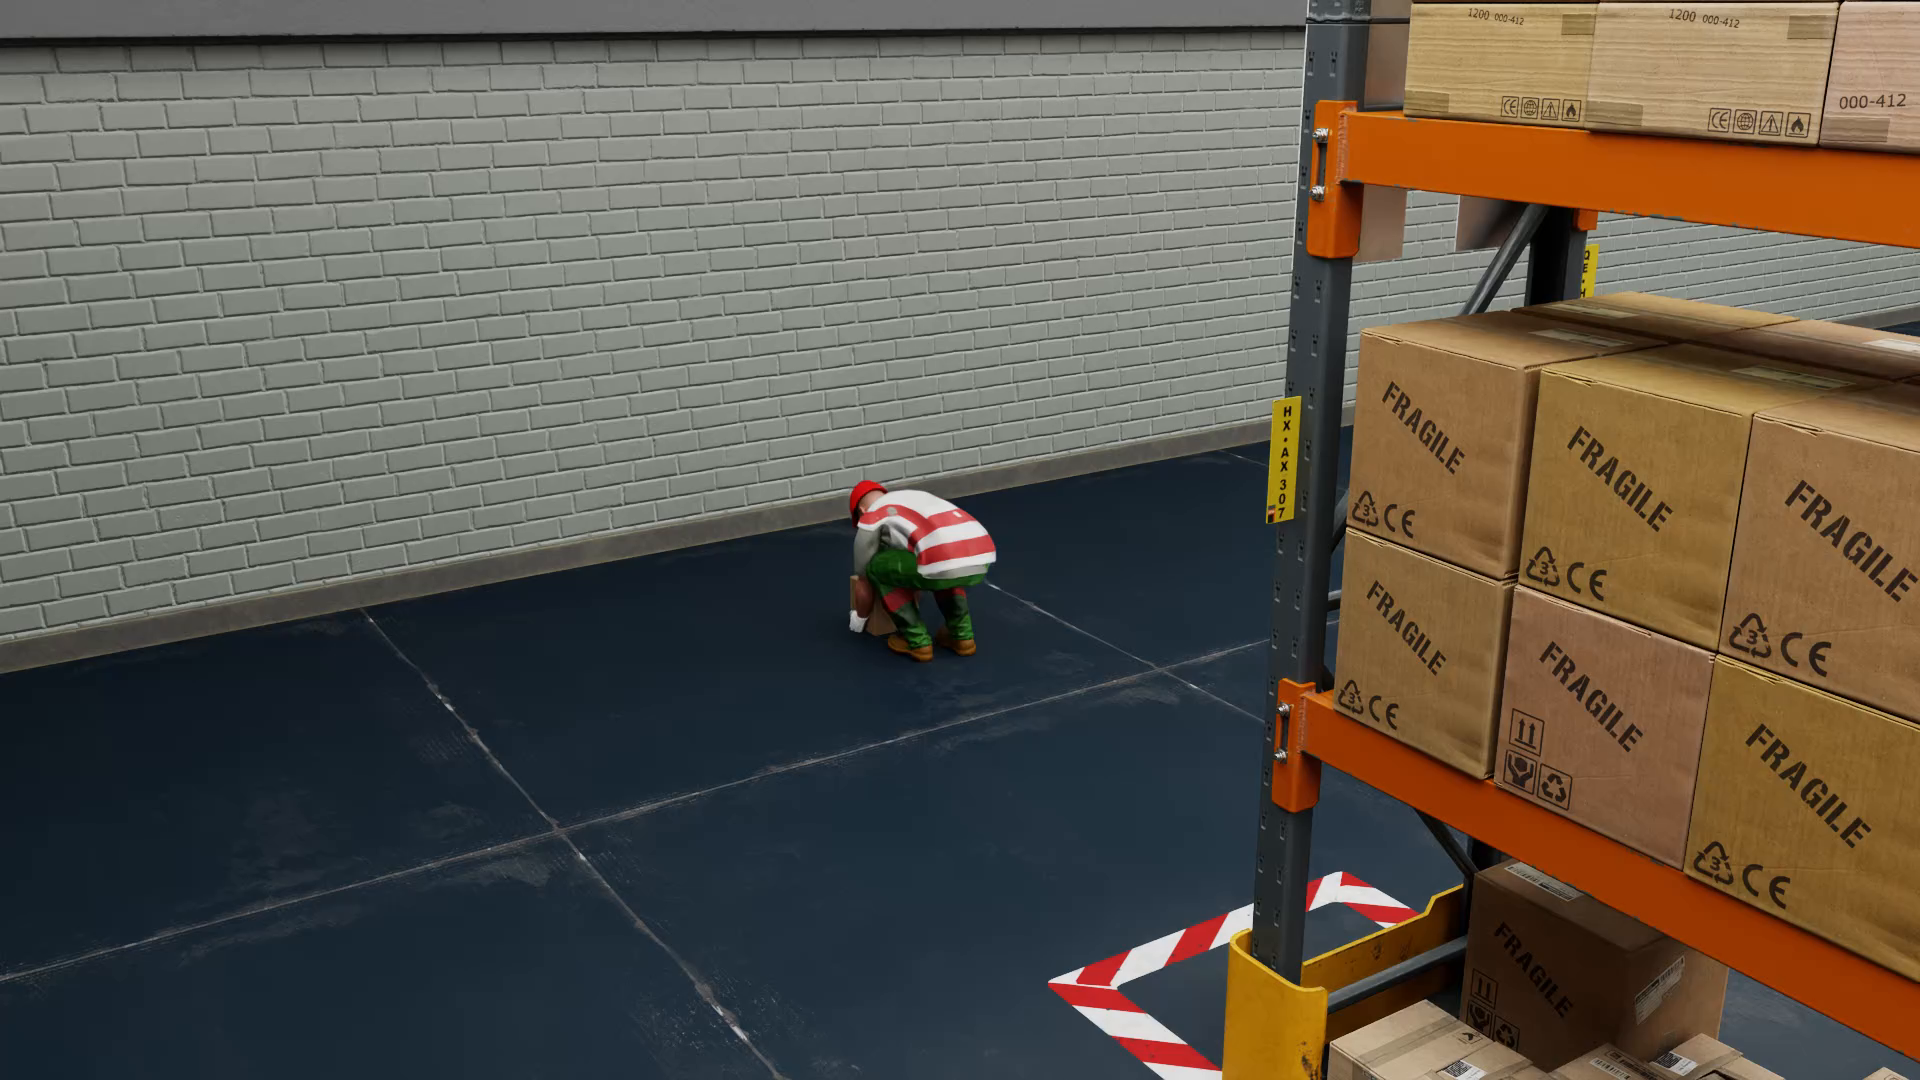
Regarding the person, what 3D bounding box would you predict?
[{"bbox_3d":[-0.223,0.158,8.221,0.525,0.799,0.958,-12,21,-33],"label":"person"}]
